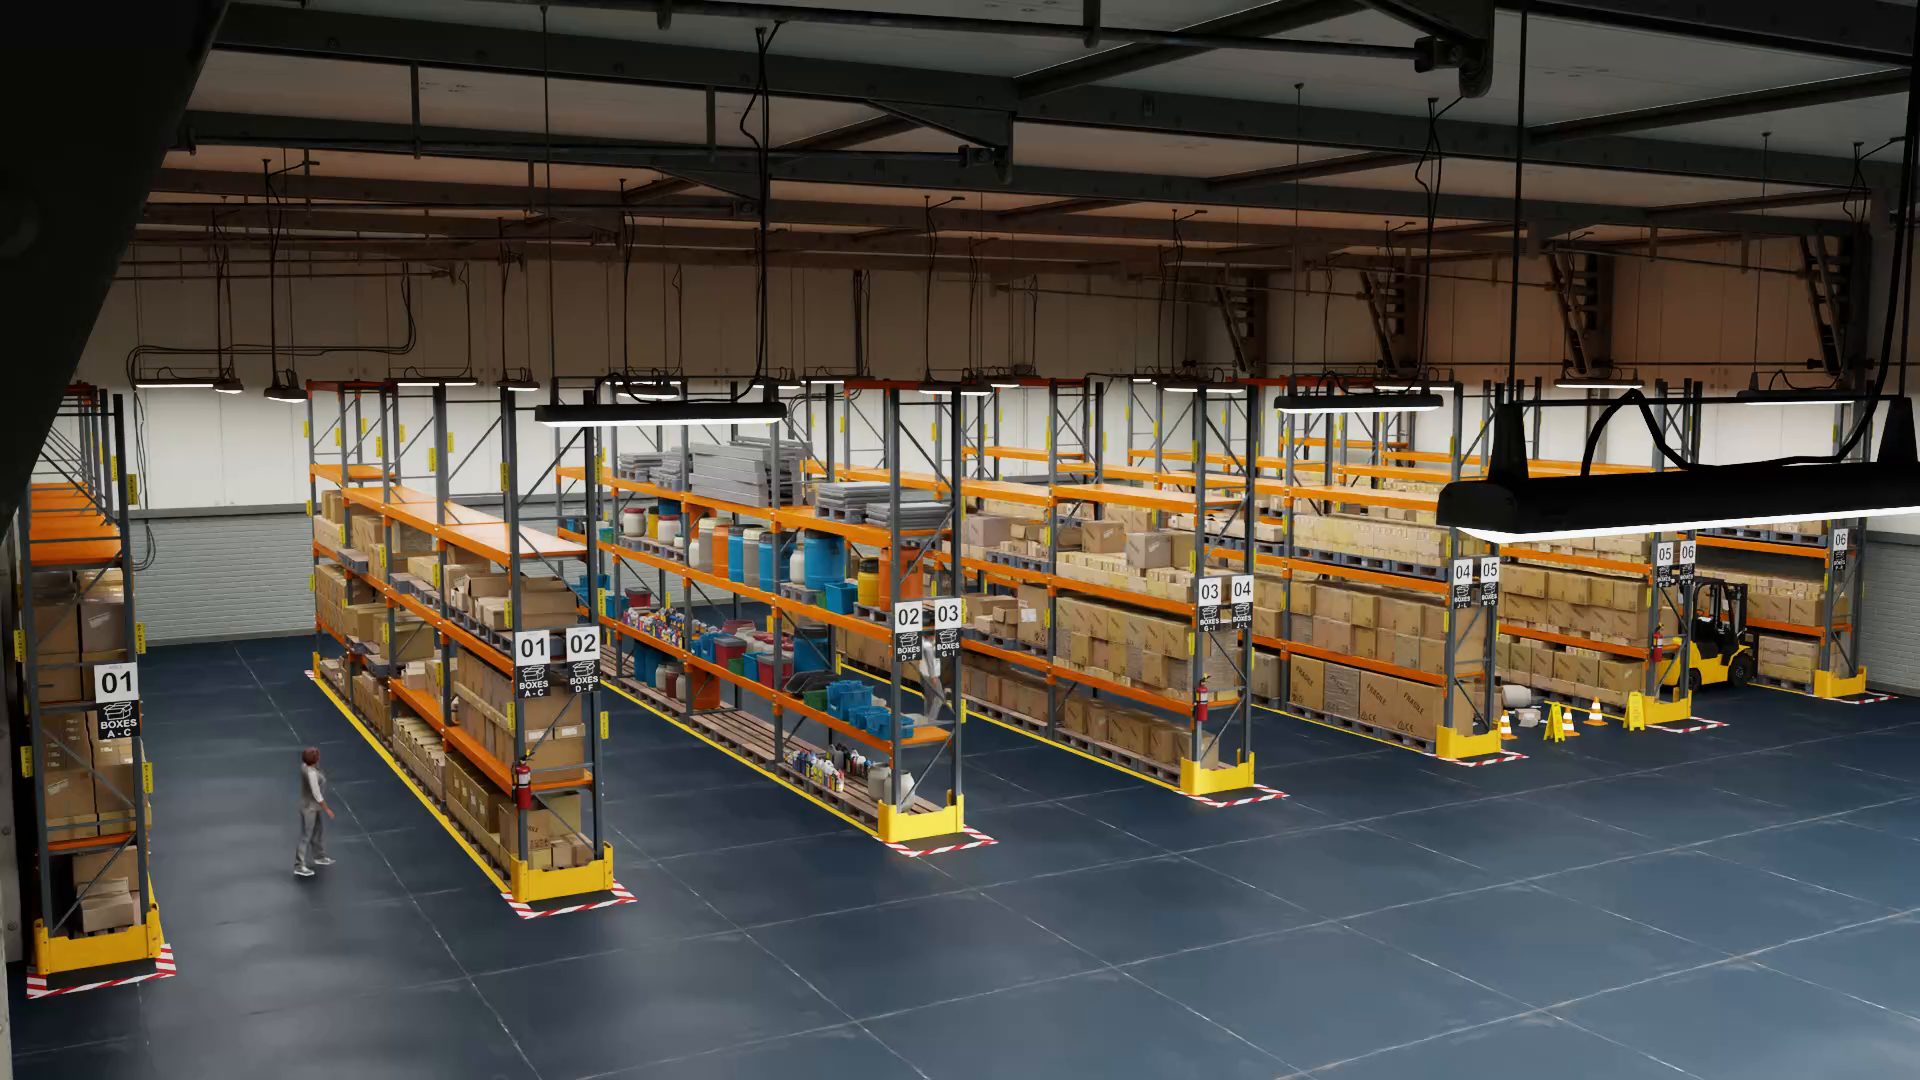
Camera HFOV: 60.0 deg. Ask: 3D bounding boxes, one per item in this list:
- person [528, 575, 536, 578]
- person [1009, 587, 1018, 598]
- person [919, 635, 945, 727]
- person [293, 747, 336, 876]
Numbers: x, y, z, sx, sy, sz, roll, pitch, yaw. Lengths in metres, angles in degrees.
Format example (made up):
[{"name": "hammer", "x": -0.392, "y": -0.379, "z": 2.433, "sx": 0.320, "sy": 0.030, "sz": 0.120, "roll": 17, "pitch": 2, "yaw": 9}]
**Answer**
[{"name": "person", "x": -9.412, "y": 1.616, "z": 36.619, "sx": 0.403, "sy": 1.699, "sz": 0.539, "roll": -1, "pitch": 6, "yaw": -10}, {"name": "person", "x": 1.353, "y": 0.832, "z": 43.797, "sx": 0.430, "sy": 1.669, "sz": 0.451, "roll": 5, "pitch": 8, "yaw": 40}, {"name": "person", "x": -0.486, "y": 2.338, "z": 28.248, "sx": 0.406, "sy": 1.832, "sz": 0.563, "roll": -2, "pitch": 6, "yaw": -15}, {"name": "person", "x": -8.069, "y": 3.355, "z": 20.742, "sx": 0.511, "sy": 1.613, "sz": 0.581, "roll": -2, "pitch": 6, "yaw": -19}]
